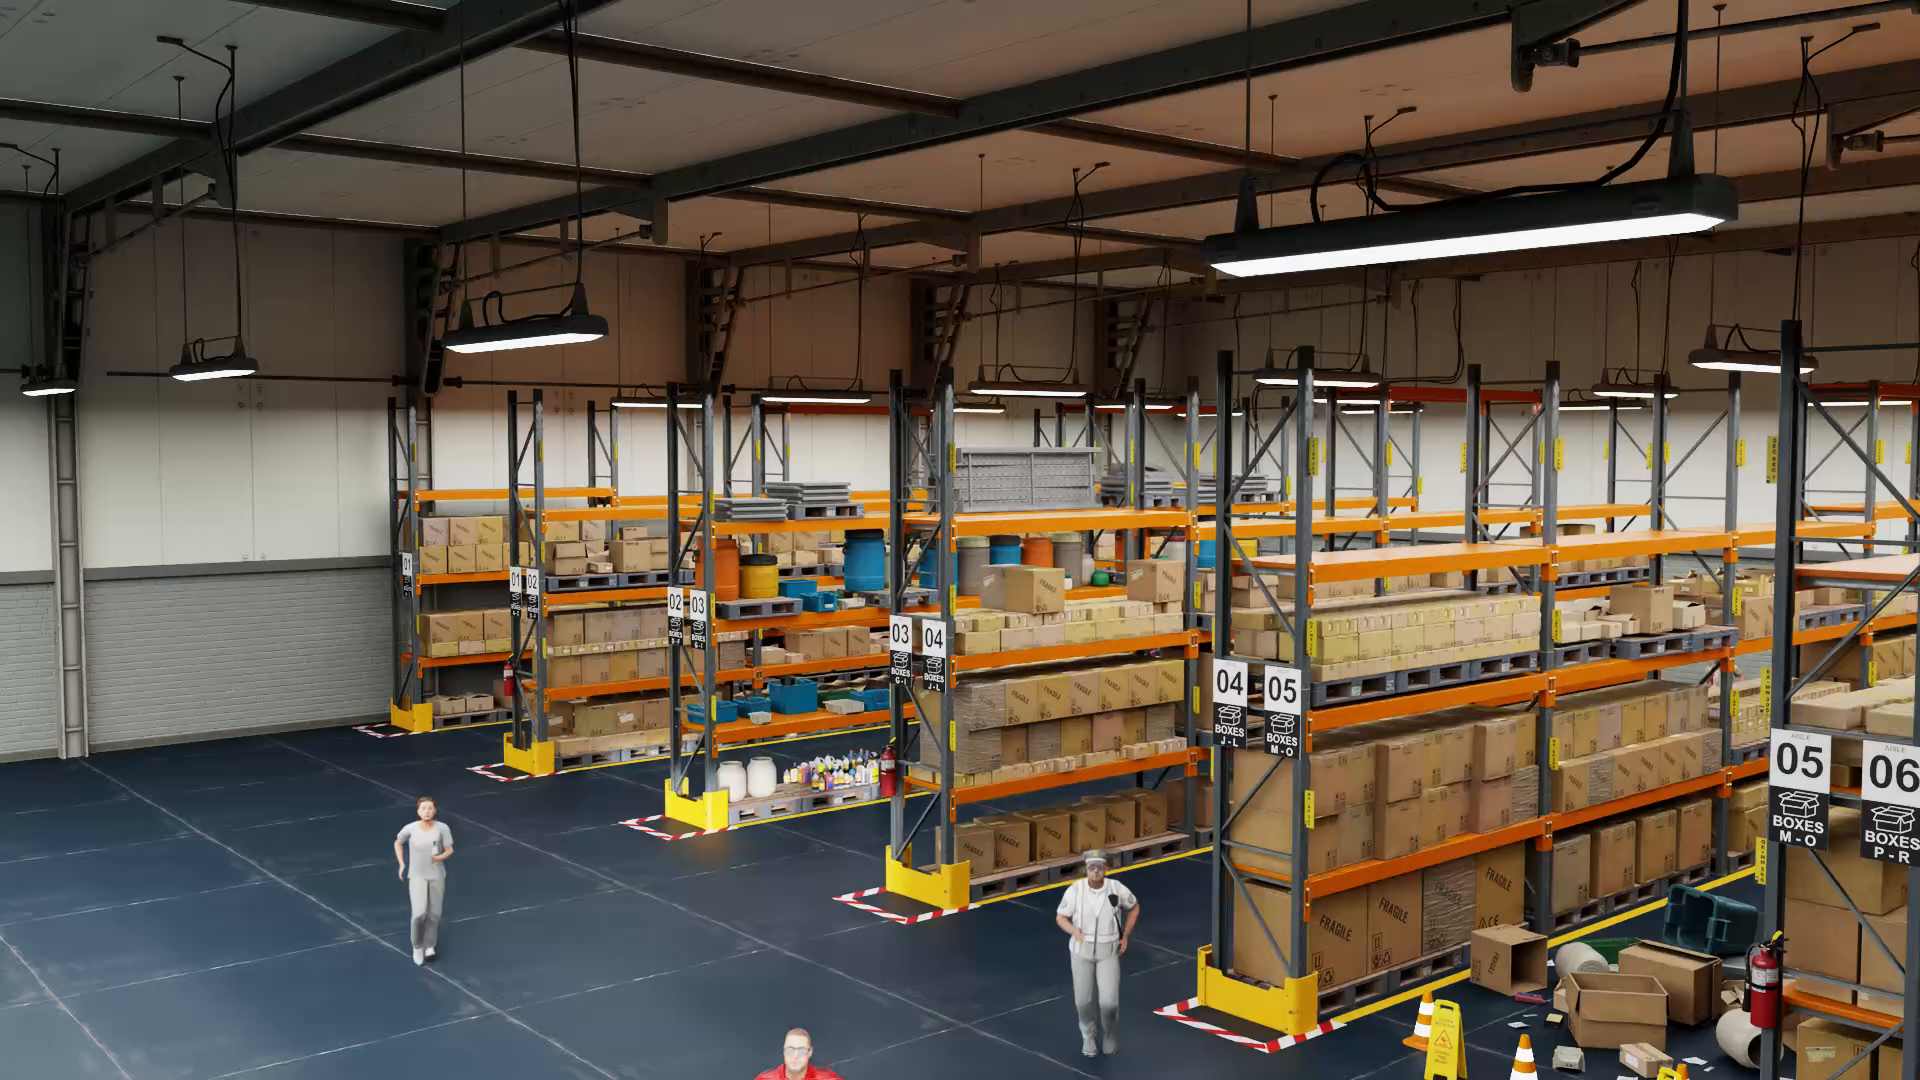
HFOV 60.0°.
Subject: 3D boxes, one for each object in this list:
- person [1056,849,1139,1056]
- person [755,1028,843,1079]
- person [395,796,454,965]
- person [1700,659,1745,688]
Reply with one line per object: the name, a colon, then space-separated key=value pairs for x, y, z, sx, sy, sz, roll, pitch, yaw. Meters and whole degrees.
person: x=1.151 y=3.485 z=13.969 sx=0.702 sy=1.784 sz=0.613 roll=0 pitch=3 yaw=6
person: x=-0.967 y=3.737 z=9.884 sx=0.690 sy=1.693 sz=0.703 roll=0 pitch=3 yaw=-1
person: x=-5.288 y=3.364 z=16.459 sx=0.537 sy=1.659 sz=0.670 roll=-1 pitch=4 yaw=-24
person: x=12.643 y=2.655 z=27.594 sx=0.687 sy=1.760 sz=0.730 roll=2 pitch=4 yaw=34
